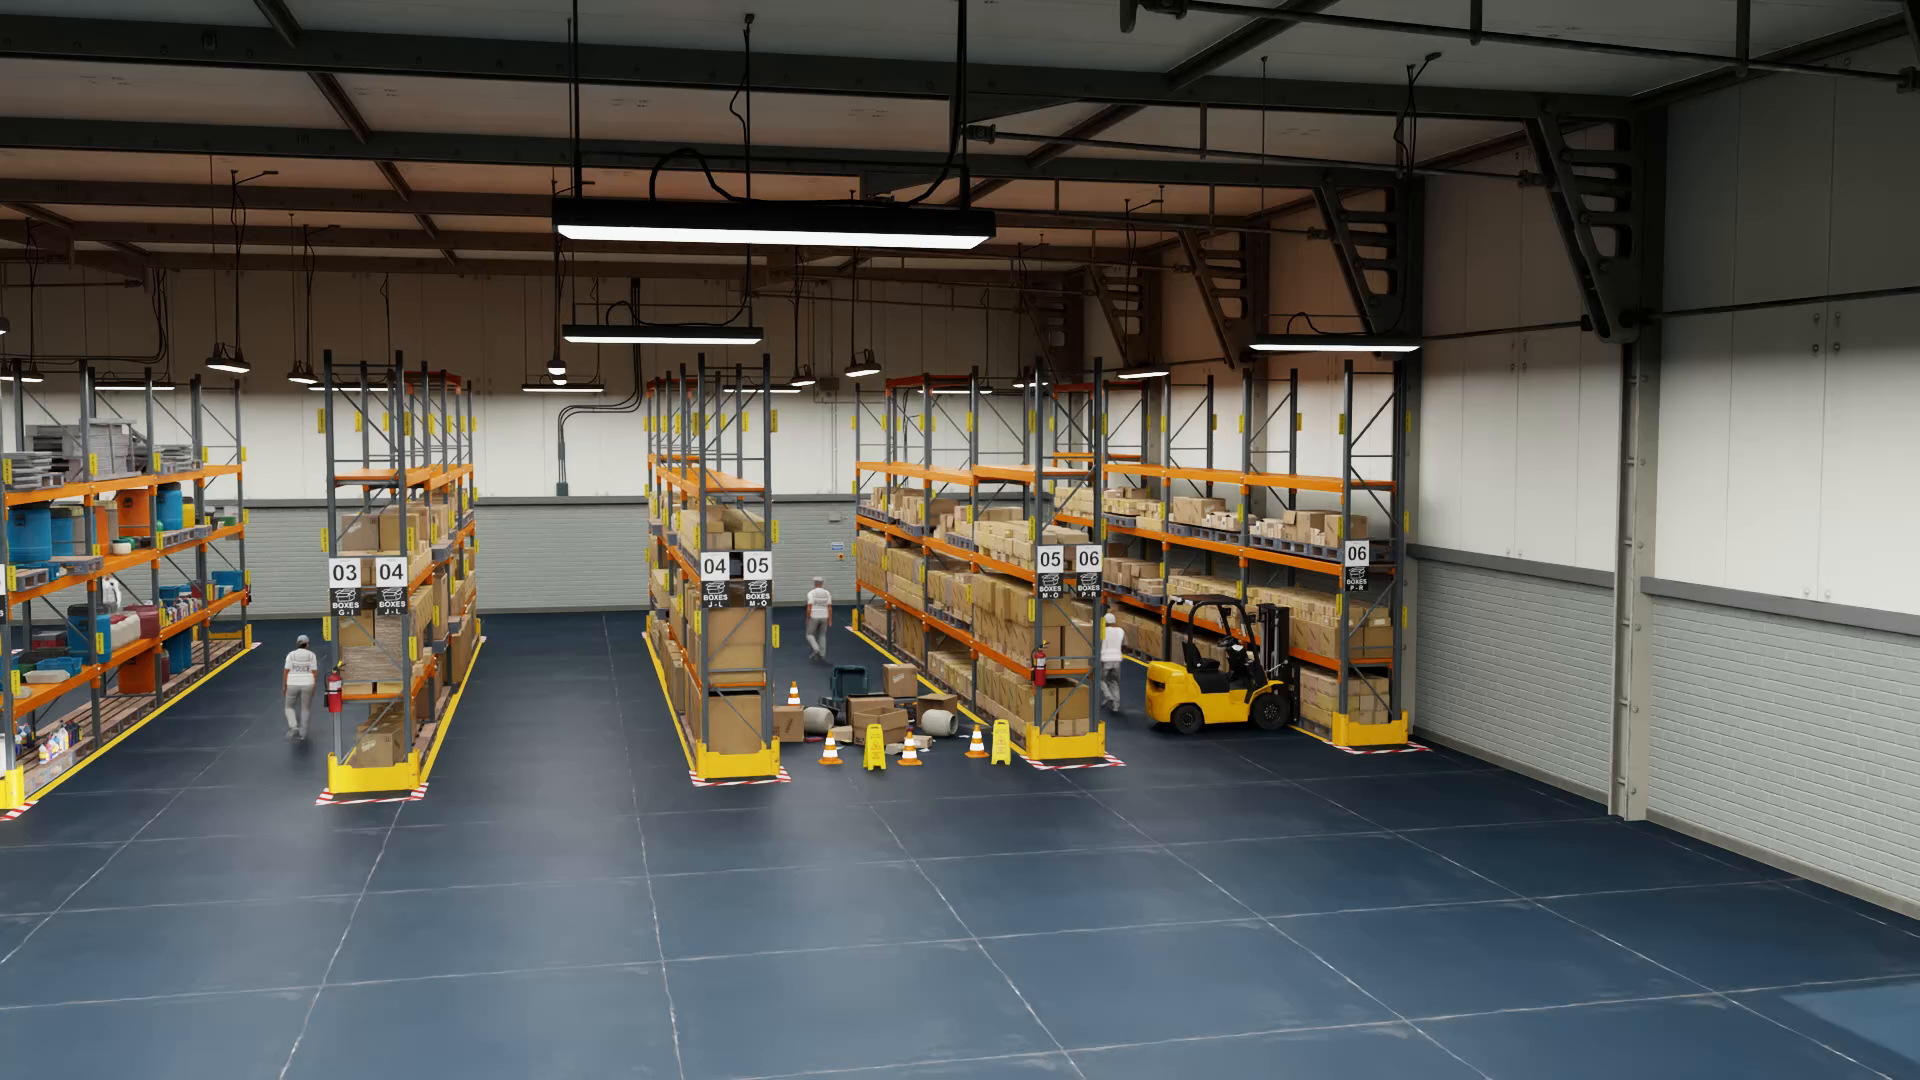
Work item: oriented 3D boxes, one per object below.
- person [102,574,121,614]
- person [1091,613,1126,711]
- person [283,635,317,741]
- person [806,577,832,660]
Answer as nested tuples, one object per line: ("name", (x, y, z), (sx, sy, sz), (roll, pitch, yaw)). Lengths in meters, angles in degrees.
("person", (-19.994, 1.455, 39.014), (0.568, 1.619, 1.024), (-1, 4, -16))
("person", (2.628, 2.134, 29.266), (0.678, 1.679, 0.793), (-1, 4, -13))
("person", (-10.414, 2.338, 26.255), (0.512, 1.664, 0.494), (-1, 4, -20))
("person", (-2.974, 1.670, 35.226), (0.586, 1.761, 0.535), (-2, 5, -28))
